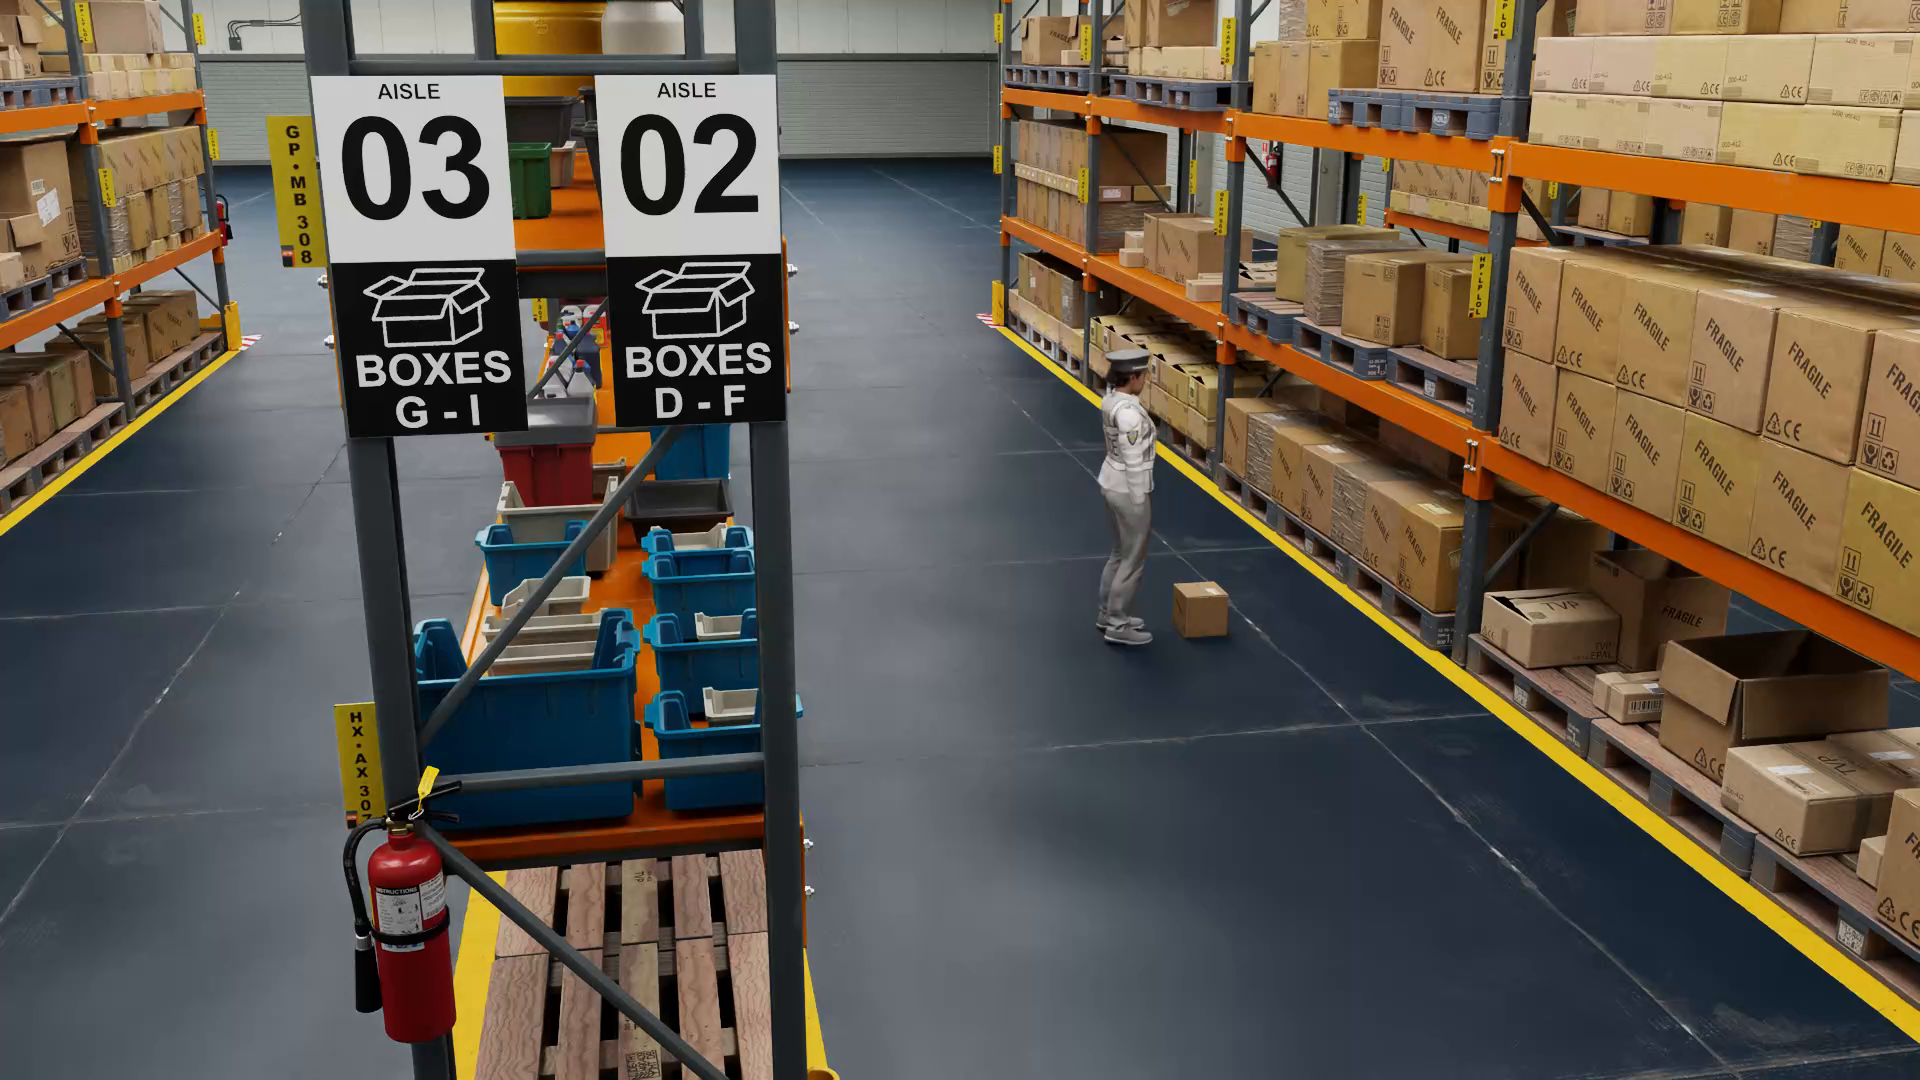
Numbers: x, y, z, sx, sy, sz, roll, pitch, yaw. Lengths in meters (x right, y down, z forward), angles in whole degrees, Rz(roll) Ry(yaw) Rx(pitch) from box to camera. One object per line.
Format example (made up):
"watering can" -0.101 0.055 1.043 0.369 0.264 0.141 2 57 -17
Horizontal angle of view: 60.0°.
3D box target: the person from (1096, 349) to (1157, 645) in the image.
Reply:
"person" 0.948 -0.251 9.406 0.328 1.669 0.470 -3 17 -9
